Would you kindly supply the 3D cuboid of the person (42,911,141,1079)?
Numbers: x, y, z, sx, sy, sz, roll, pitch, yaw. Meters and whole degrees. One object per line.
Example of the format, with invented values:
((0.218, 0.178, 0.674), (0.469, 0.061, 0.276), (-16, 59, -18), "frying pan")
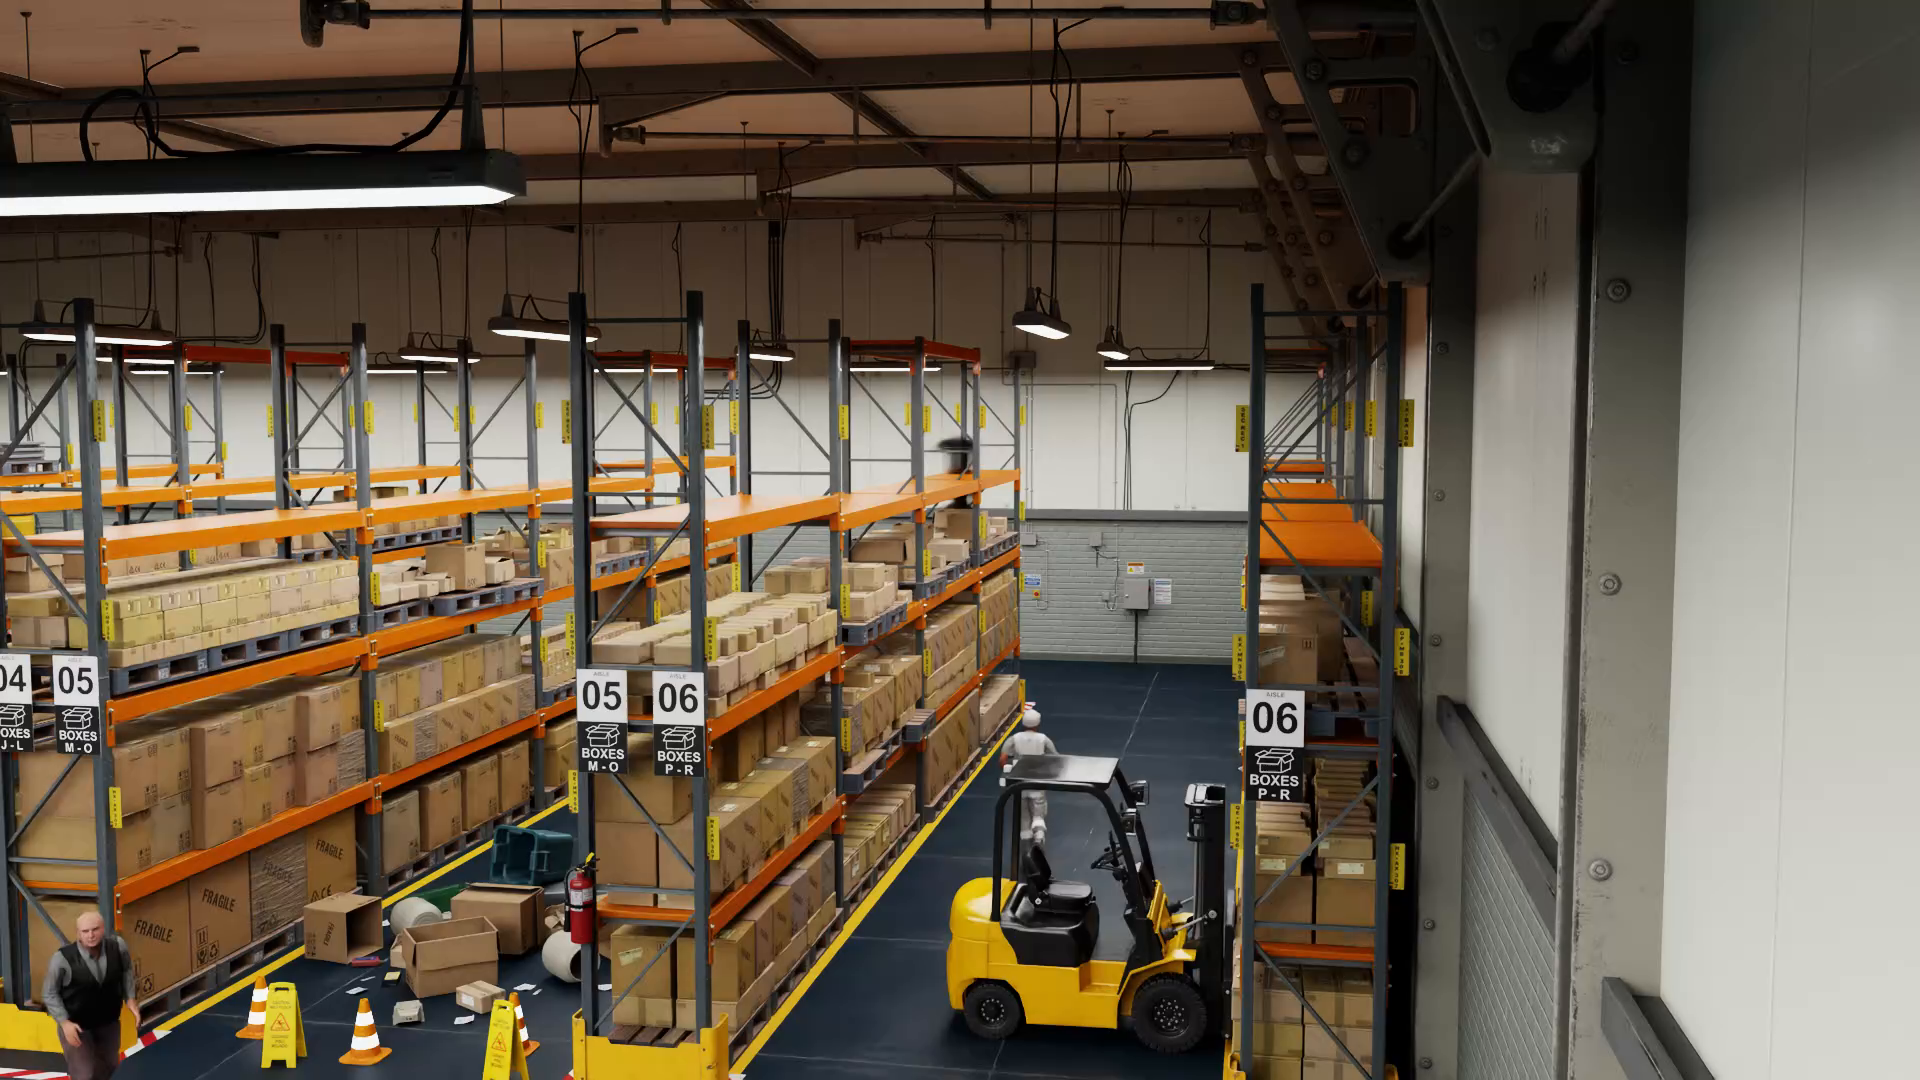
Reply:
((-6.202, 3.400, 11.808), (0.748, 1.655, 0.664), (3, 6, 35), "person")

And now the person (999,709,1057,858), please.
((0.775, 2.793, 18.710), (0.659, 1.770, 0.776), (1, 5, 8), "person")
